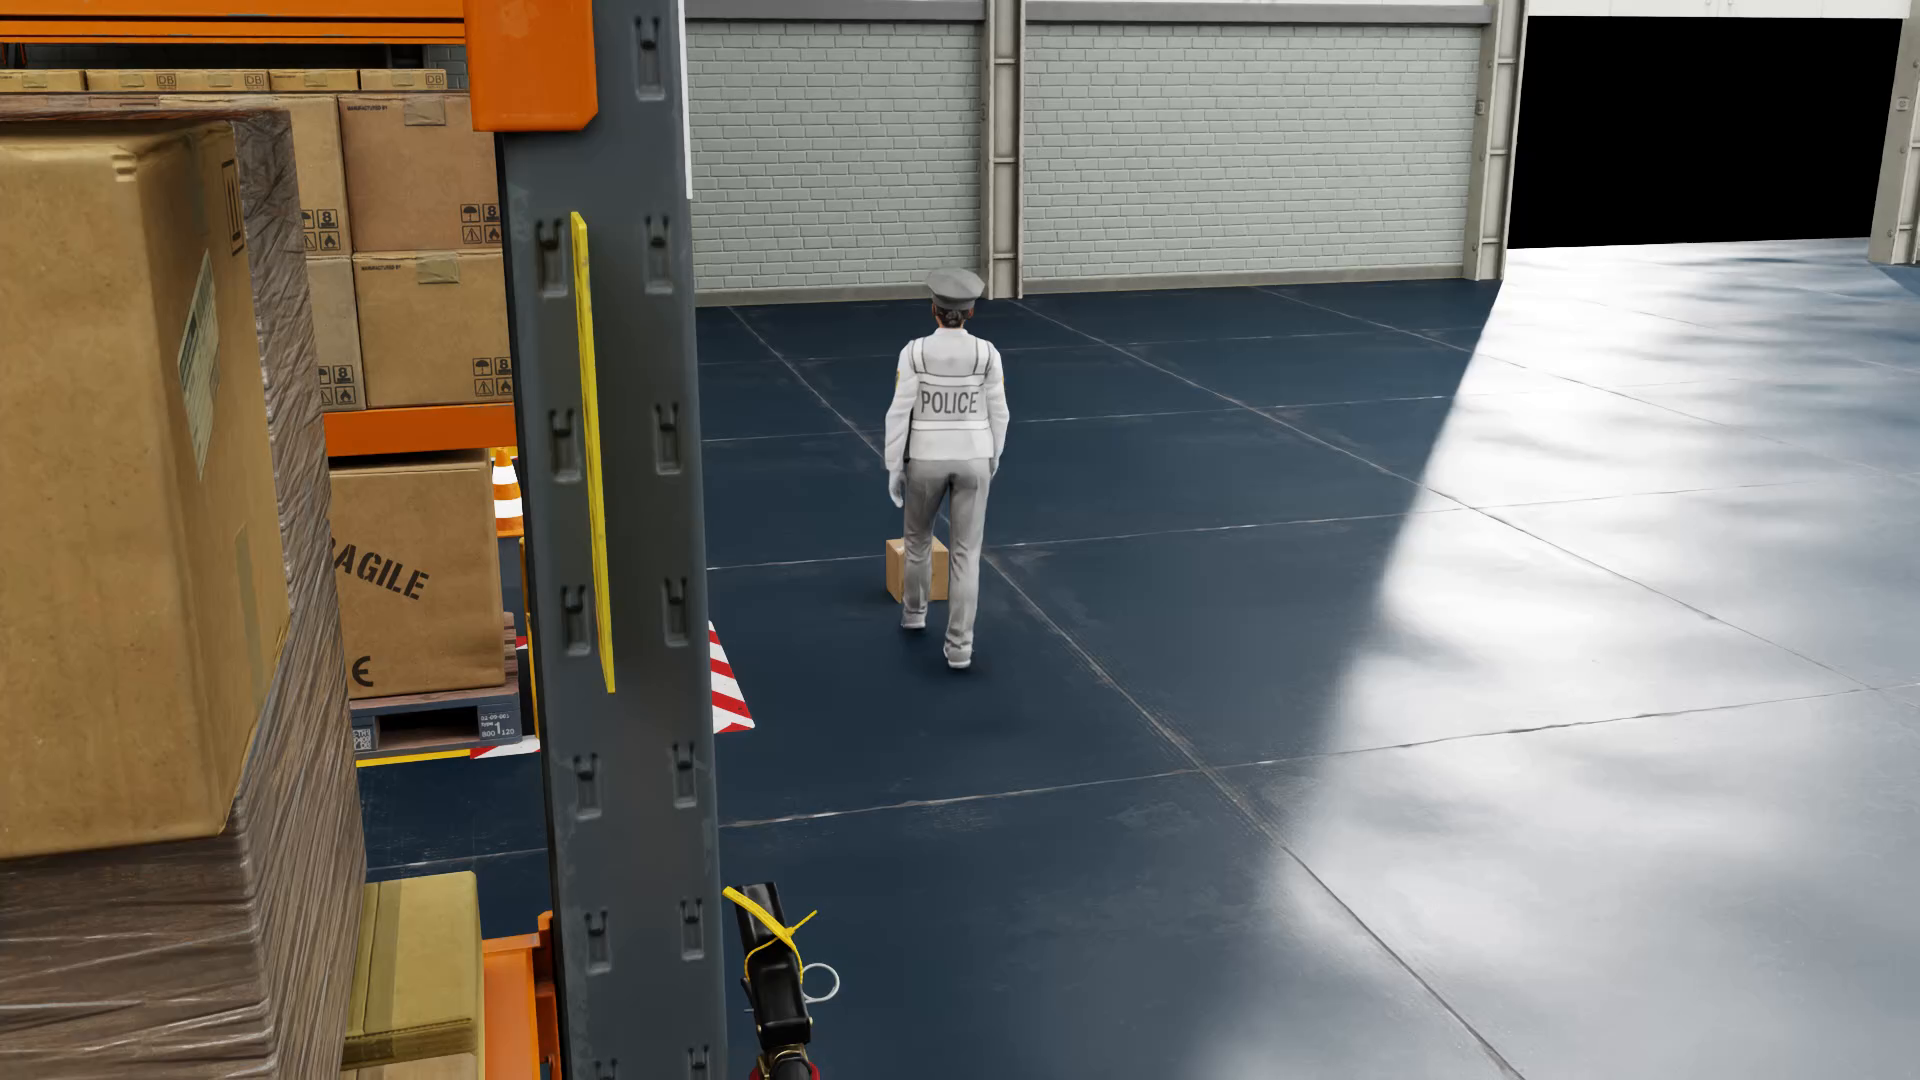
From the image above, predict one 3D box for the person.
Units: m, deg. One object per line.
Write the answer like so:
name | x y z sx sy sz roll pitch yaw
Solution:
person | -0.053 -0.330 7.151 0.525 1.685 0.744 0 16 0
